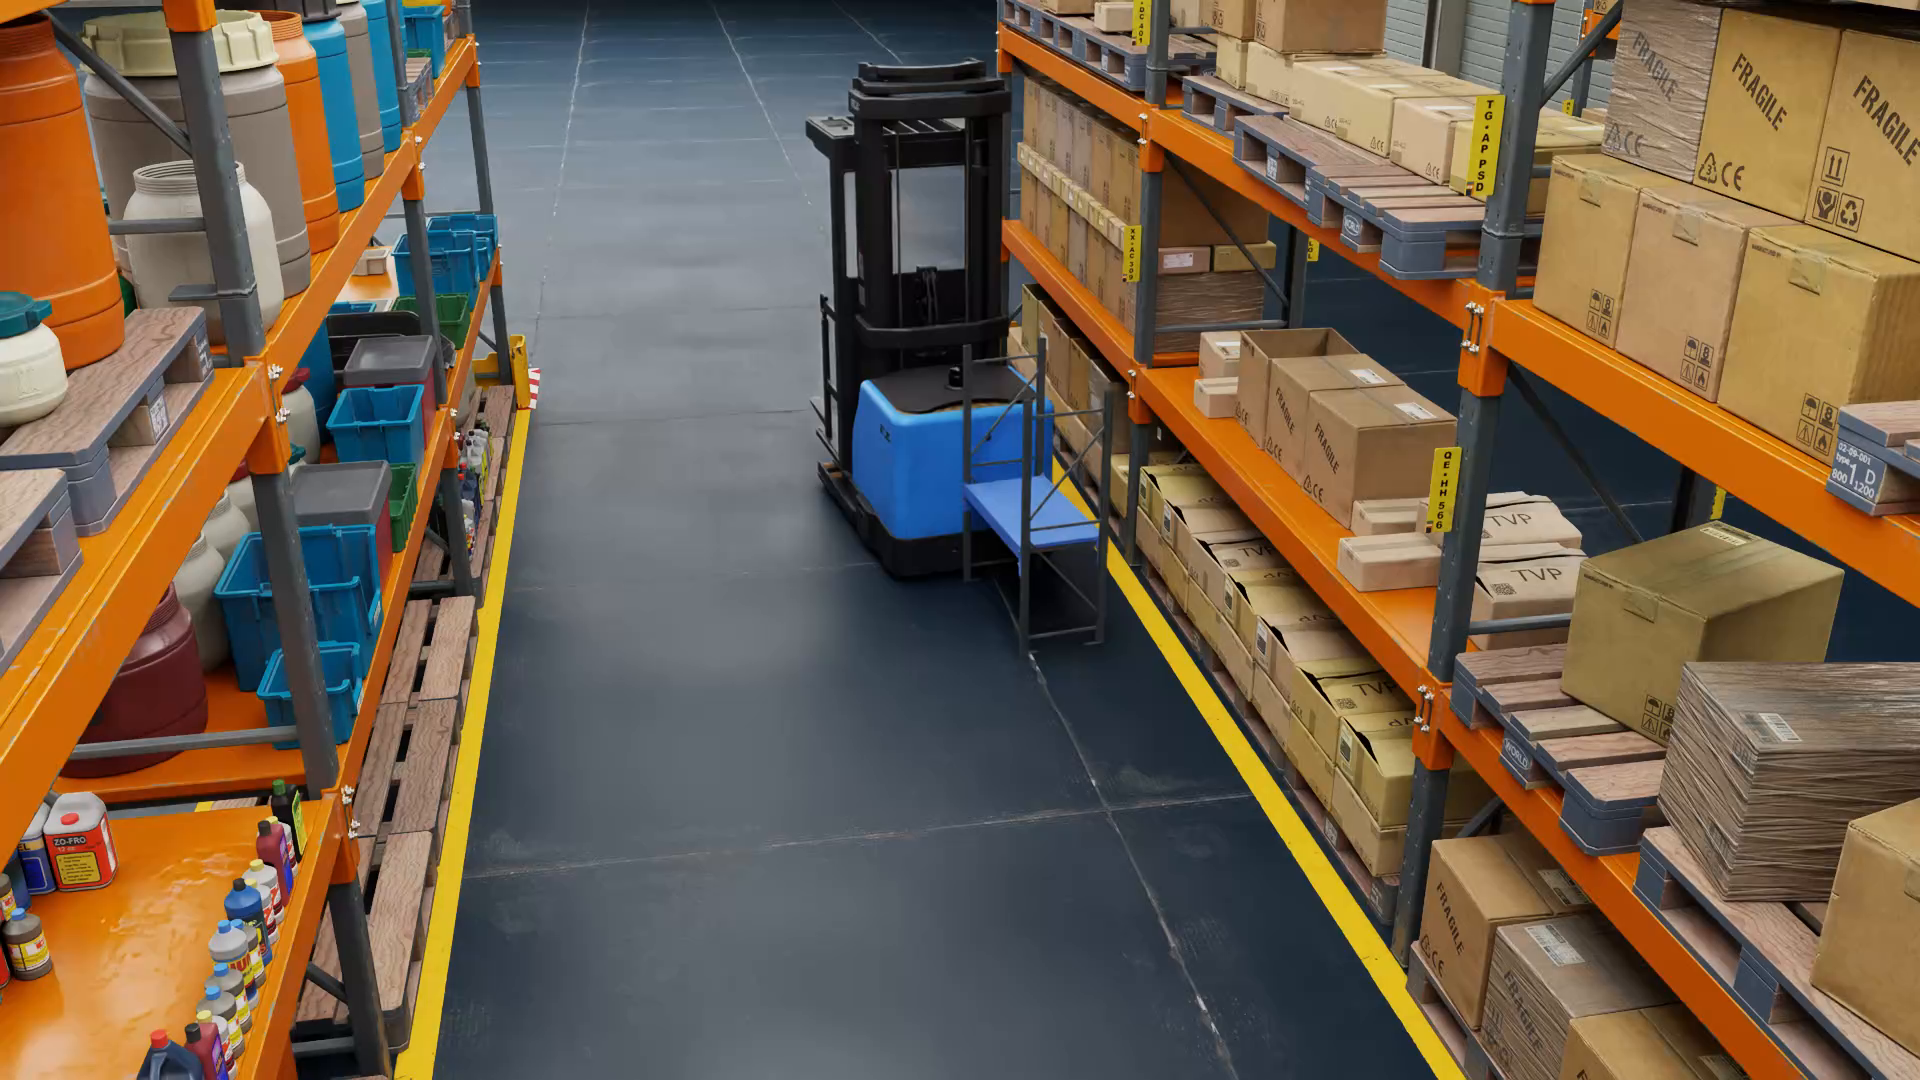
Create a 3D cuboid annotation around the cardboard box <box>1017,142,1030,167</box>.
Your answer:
[{"bbox_3d":[0.659,-3.008,12.955,0.380,0.149,0.250,-4,24,-10],"label":"cardboard box"}]

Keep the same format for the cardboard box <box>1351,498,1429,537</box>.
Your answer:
[{"bbox_3d":[1.986,-0.071,7.479,0.380,0.149,0.250,-3,24,-6],"label":"cardboard box"}]

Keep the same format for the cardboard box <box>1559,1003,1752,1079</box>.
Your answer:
[{"bbox_3d":[2.271,1.858,5.321,0.500,0.500,0.500,-5,24,-10],"label":"cardboard box"}]

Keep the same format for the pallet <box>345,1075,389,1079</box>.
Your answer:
[{"bbox_3d":[-2.404,2.261,5.309,1.003,0.211,1.213,-4,24,-10],"label":"pallet"}]

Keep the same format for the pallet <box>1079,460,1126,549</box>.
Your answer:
[{"bbox_3d":[1.432,-0.300,11.174,1.003,0.211,1.213,-4,24,-10],"label":"pallet"}]

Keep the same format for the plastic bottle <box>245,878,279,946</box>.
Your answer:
[{"bbox_3d":[-2.033,1.071,4.799,0.097,0.201,0.097,0,24,0],"label":"plastic bottle"}]

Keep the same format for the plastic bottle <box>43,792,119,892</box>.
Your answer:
[{"bbox_3d":[-2.679,0.916,5.060,0.152,0.276,0.135,-4,24,-10],"label":"plastic bottle"}]

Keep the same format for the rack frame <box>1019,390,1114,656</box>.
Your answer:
[{"bbox_3d":[0.572,-0.075,9.047,0.500,1.500,0.032,-7,25,-16],"label":"rack frame"}]

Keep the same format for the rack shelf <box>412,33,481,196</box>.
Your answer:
[{"bbox_3d":[-3.700,-2.729,10.401,1.077,0.370,4.000,-4,24,-10],"label":"rack shelf"}]

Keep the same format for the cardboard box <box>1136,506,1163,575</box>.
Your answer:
[{"bbox_3d":[1.369,-0.018,9.953,0.500,0.250,0.500,-5,24,-11],"label":"cardboard box"}]

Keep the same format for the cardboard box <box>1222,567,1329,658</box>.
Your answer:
[{"bbox_3d":[1.655,0.334,8.448,0.500,0.311,0.500,-4,24,-8],"label":"cardboard box"}]

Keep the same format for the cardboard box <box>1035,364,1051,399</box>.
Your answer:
[{"bbox_3d":[0.867,-1.147,12.540,0.500,0.250,0.500,-4,24,-10],"label":"cardboard box"}]

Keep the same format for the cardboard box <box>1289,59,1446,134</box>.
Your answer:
[{"bbox_3d":[1.831,-2.004,7.506,0.500,0.250,0.500,-6,24,-14],"label":"cardboard box"}]

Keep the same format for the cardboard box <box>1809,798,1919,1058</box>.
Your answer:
[{"bbox_3d":[2.630,0.956,4.164,0.700,0.500,0.500,-11,26,-23],"label":"cardboard box"}]

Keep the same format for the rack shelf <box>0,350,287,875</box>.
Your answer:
[{"bbox_3d":[-2.221,0.418,3.196,1.077,0.370,4.000,-4,24,-10],"label":"rack shelf"}]

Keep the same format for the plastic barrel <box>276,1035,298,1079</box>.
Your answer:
[{"bbox_3d":[-2.484,1.669,5.367,0.600,0.830,0.708,-4,24,-10],"label":"plastic barrel"}]

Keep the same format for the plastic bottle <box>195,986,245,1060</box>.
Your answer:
[{"bbox_3d":[-1.943,1.262,4.361,0.097,0.201,0.097,0,24,0],"label":"plastic bottle"}]

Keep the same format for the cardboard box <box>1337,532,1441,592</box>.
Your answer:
[{"bbox_3d":[1.840,0.093,7.103,0.380,0.149,0.250,-4,24,-10],"label":"cardboard box"}]

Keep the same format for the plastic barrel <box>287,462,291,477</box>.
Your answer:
[{"bbox_3d":[-3.234,-0.278,7.470,0.433,0.535,0.433,0,24,0],"label":"plastic barrel"}]

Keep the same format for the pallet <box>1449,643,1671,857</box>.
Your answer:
[{"bbox_3d":[2.472,0.660,5.730,1.213,0.211,1.003,-4,24,-10],"label":"pallet"}]

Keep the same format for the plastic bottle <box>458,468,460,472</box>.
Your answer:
[{"bbox_3d":[-3.171,-0.326,10.608,0.097,0.271,0.097,0,24,0],"label":"plastic bottle"}]

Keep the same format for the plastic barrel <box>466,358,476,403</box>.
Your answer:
[{"bbox_3d":[-3.873,-1.270,12.493,0.421,0.512,0.421,0,24,0],"label":"plastic barrel"}]

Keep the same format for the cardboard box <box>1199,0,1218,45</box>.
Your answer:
[{"bbox_3d":[1.704,-3.157,9.658,0.500,0.500,0.500,-2,24,-5],"label":"cardboard box"}]

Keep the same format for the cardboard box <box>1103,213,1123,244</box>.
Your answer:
[{"bbox_3d":[1.133,-2.000,10.646,0.380,0.149,0.250,-4,24,-10],"label":"cardboard box"}]

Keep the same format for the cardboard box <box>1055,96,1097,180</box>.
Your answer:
[{"bbox_3d":[1.078,-2.866,11.818,0.700,0.500,0.500,-4,24,-10],"label":"cardboard box"}]

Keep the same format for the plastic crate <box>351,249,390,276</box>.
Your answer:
[{"bbox_3d":[-4.221,-1.974,11.851,0.298,0.136,0.250,-4,24,-10],"label":"plastic crate"}]

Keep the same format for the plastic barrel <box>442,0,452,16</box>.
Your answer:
[{"bbox_3d":[-3.856,-4.053,11.472,0.600,0.830,0.708,-4,24,-10],"label":"plastic barrel"}]

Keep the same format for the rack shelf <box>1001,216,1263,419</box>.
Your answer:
[{"bbox_3d":[1.168,-1.719,11.838,1.077,0.370,4.000,-4,24,-10],"label":"rack shelf"}]

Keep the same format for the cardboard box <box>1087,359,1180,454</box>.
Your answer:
[{"bbox_3d":[1.156,-0.902,11.041,0.500,0.500,0.500,-4,24,-10],"label":"cardboard box"}]

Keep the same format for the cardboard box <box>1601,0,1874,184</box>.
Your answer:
[{"bbox_3d":[2.352,-1.395,5.075,0.500,0.500,0.500,-4,24,-10],"label":"cardboard box"}]

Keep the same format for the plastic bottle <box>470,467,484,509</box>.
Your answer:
[{"bbox_3d":[-3.097,-0.344,10.635,0.061,0.283,0.133,-3,24,-7],"label":"plastic bottle"}]

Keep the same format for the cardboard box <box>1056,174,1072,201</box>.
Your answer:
[{"bbox_3d":[0.899,-2.502,11.796,0.380,0.149,0.250,-5,24,-10],"label":"cardboard box"}]

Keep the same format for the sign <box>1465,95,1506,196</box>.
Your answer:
[{"bbox_3d":[1.731,-1.299,5.484,0.100,0.325,0.005,-4,24,-10],"label":"sign"}]

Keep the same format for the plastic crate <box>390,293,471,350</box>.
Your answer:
[{"bbox_3d":[-3.304,-1.355,10.369,0.450,0.188,0.662,-4,24,-10],"label":"plastic crate"}]

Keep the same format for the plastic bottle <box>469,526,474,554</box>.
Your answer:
[{"bbox_3d":[-2.978,-0.014,9.981,0.097,0.201,0.097,0,24,0],"label":"plastic bottle"}]

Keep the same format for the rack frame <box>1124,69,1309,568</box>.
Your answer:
[{"bbox_3d":[1.538,-1.262,9.892,1.000,3.000,0.127,-4,24,-10],"label":"rack frame"}]

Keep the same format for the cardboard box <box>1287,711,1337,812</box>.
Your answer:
[{"bbox_3d":[1.842,0.987,7.652,0.500,0.250,0.500,-5,24,-10],"label":"cardboard box"}]

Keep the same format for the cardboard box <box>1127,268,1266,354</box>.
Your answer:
[{"bbox_3d":[1.450,-1.482,10.271,0.700,0.500,0.500,-5,24,-11],"label":"cardboard box"}]

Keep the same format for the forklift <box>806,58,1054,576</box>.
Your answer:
[{"bbox_3d":[-0.354,-1.689,10.954,1.130,2.935,3.031,-7,25,-16],"label":"forklift"}]

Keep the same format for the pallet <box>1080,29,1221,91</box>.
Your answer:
[{"bbox_3d":[1.355,-2.930,10.074,1.003,0.211,1.213,-4,24,-10],"label":"pallet"}]

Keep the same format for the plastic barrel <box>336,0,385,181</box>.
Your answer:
[{"bbox_3d":[-2.902,-2.060,7.345,0.600,0.901,0.600,0,24,0],"label":"plastic barrel"}]

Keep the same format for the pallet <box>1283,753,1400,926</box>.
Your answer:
[{"bbox_3d":[2.164,1.262,7.596,1.003,0.211,1.213,-4,24,-10],"label":"pallet"}]

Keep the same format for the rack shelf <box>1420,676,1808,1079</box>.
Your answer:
[{"bbox_3d":[2.647,1.427,4.633,1.077,0.370,4.000,-4,24,-10],"label":"rack shelf"}]

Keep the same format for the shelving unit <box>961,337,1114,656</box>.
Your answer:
[{"bbox_3d":[0.416,-0.268,9.491,0.538,1.500,1.048,-7,25,-16],"label":"shelving unit"}]

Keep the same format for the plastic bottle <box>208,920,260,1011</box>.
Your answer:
[{"bbox_3d":[-1.979,1.153,4.522,0.097,0.271,0.097,0,24,0],"label":"plastic bottle"}]

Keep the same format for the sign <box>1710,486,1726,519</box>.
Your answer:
[{"bbox_3d":[2.809,-0.227,6.175,0.100,0.325,0.005,-4,24,-10],"label":"sign"}]

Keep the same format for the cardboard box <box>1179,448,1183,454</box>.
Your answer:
[{"bbox_3d":[1.663,-0.597,11.279,0.500,0.250,0.500,-4,24,-10],"label":"cardboard box"}]

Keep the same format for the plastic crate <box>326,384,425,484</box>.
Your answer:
[{"bbox_3d":[-2.821,-0.479,8.119,0.392,0.384,0.575,-4,24,-10],"label":"plastic crate"}]

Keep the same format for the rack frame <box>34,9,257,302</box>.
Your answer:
[{"bbox_3d":[-2.591,-2.073,4.253,1.000,3.000,0.127,-4,24,-10],"label":"rack frame"}]

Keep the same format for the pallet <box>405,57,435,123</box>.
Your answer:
[{"bbox_3d":[-3.560,-2.462,9.127,1.213,0.211,1.003,-4,24,-10],"label":"pallet"}]

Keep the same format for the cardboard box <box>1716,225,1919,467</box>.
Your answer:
[{"bbox_3d":[2.582,-0.535,4.355,0.910,0.500,0.500,-4,24,-10],"label":"cardboard box"}]

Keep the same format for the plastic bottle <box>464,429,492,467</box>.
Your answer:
[{"bbox_3d":[-3.280,-0.633,11.305,0.152,0.276,0.135,-4,24,-9],"label":"plastic bottle"}]

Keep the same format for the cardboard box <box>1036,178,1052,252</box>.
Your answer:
[{"bbox_3d":[0.974,-2.491,12.580,0.700,0.500,0.500,-4,24,-8],"label":"cardboard box"}]
